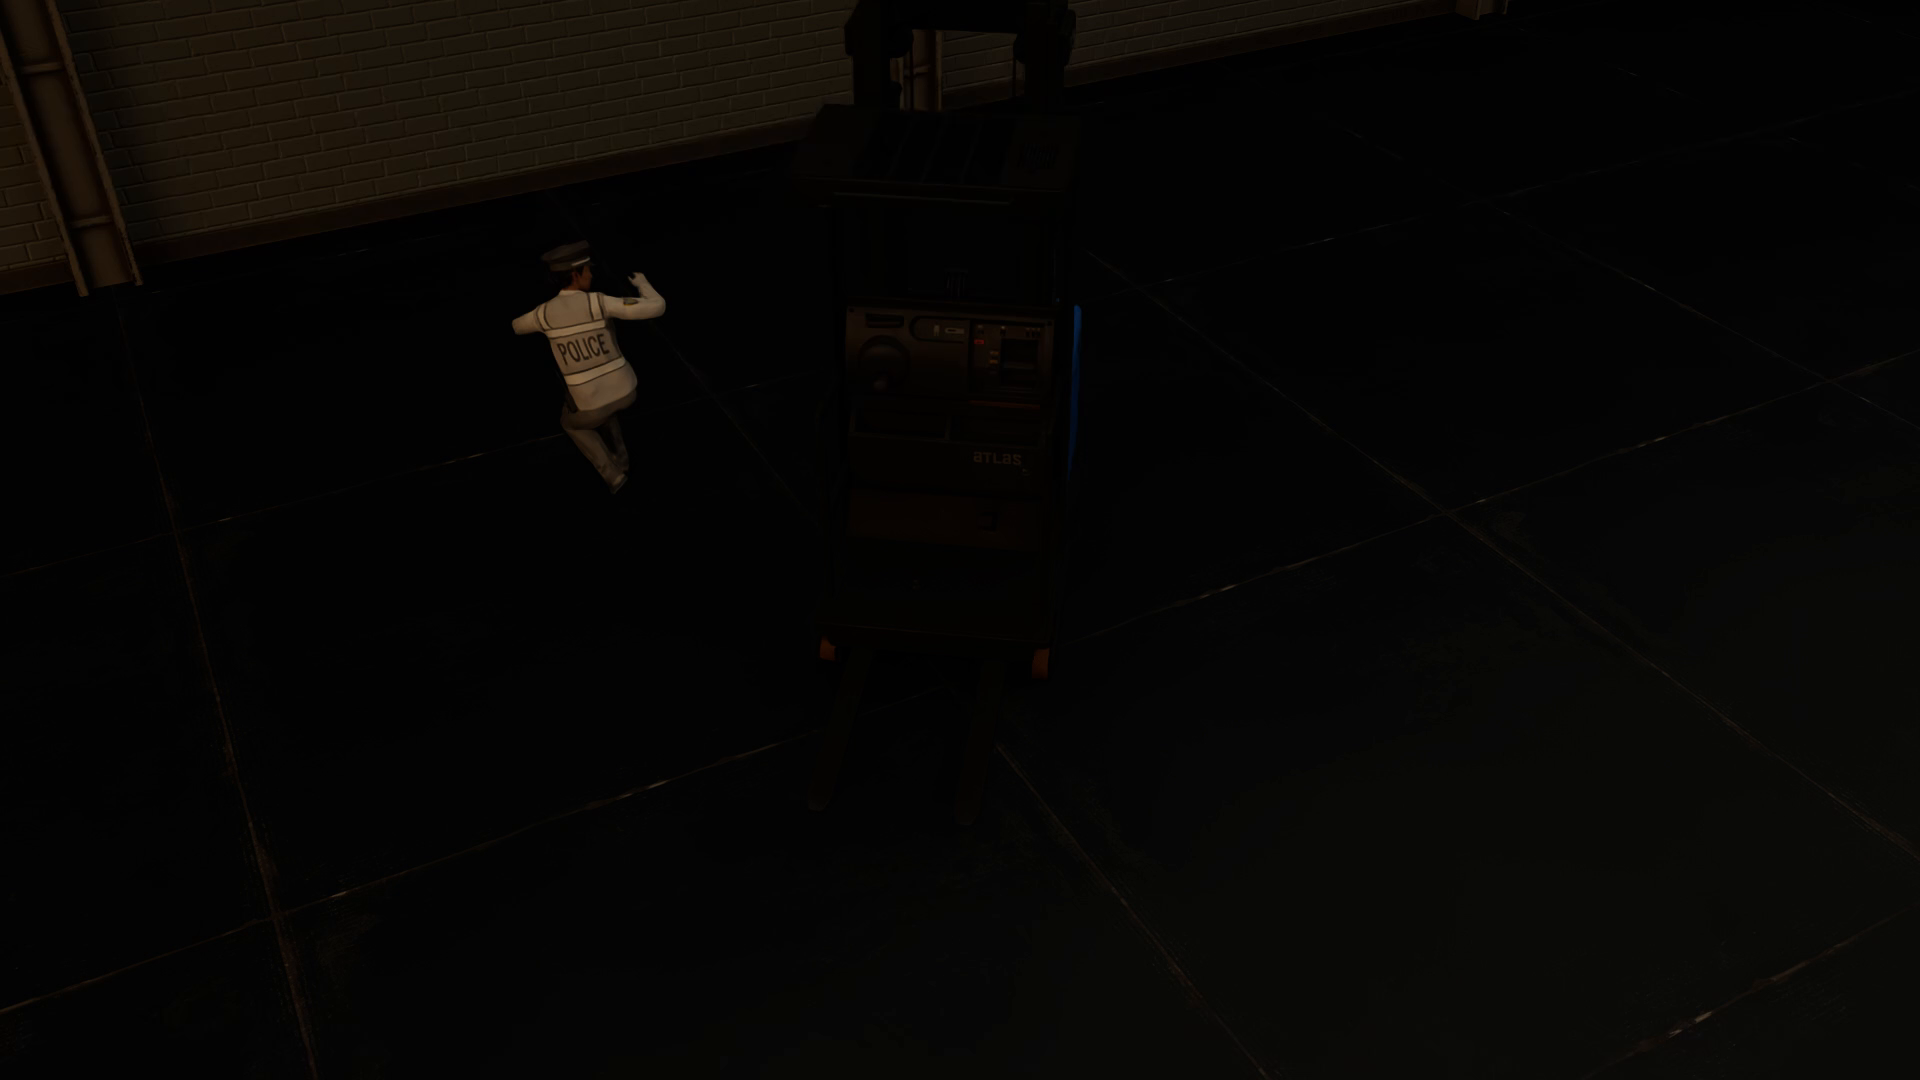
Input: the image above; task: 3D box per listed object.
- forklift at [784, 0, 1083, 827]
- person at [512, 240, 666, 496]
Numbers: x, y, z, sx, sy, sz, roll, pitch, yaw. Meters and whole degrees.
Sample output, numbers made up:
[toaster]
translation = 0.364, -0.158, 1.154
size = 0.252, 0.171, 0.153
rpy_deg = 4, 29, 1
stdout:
[forklift]
translation = -0.075, -0.762, 7.201
size = 1.130, 2.935, 3.031
rpy_deg = 5, 36, 7
[person]
translation = -1.956, -0.960, 8.822
size = 0.708, 1.401, 0.945
rpy_deg = -18, 39, -23
